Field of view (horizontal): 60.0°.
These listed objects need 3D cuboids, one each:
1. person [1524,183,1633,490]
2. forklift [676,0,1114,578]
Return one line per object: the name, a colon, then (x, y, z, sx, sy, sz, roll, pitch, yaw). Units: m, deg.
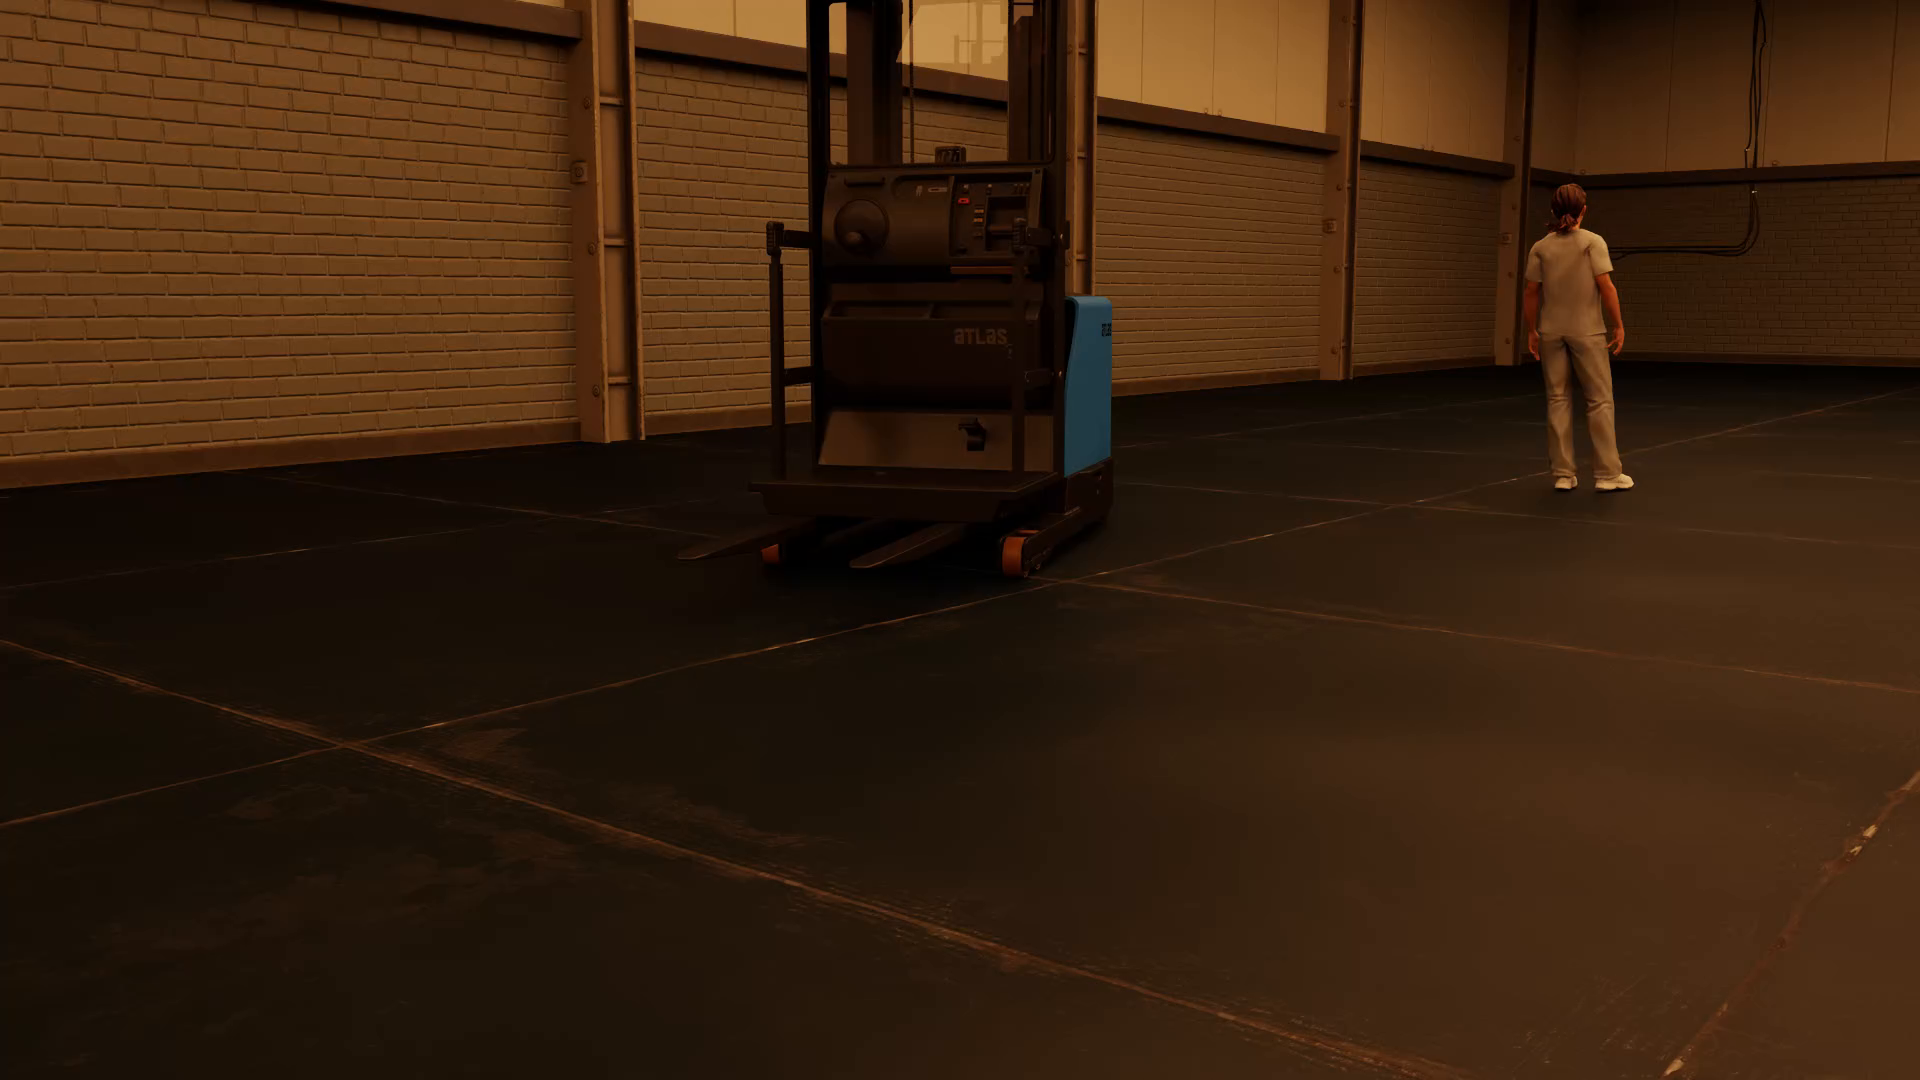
person: (3.423, -1.119, 9.216, 0.549, 1.674, 0.548, 7, 11, 39)
forklift: (-0.176, -1.366, 6.616, 1.130, 2.935, 3.031, 3, 9, 17)
